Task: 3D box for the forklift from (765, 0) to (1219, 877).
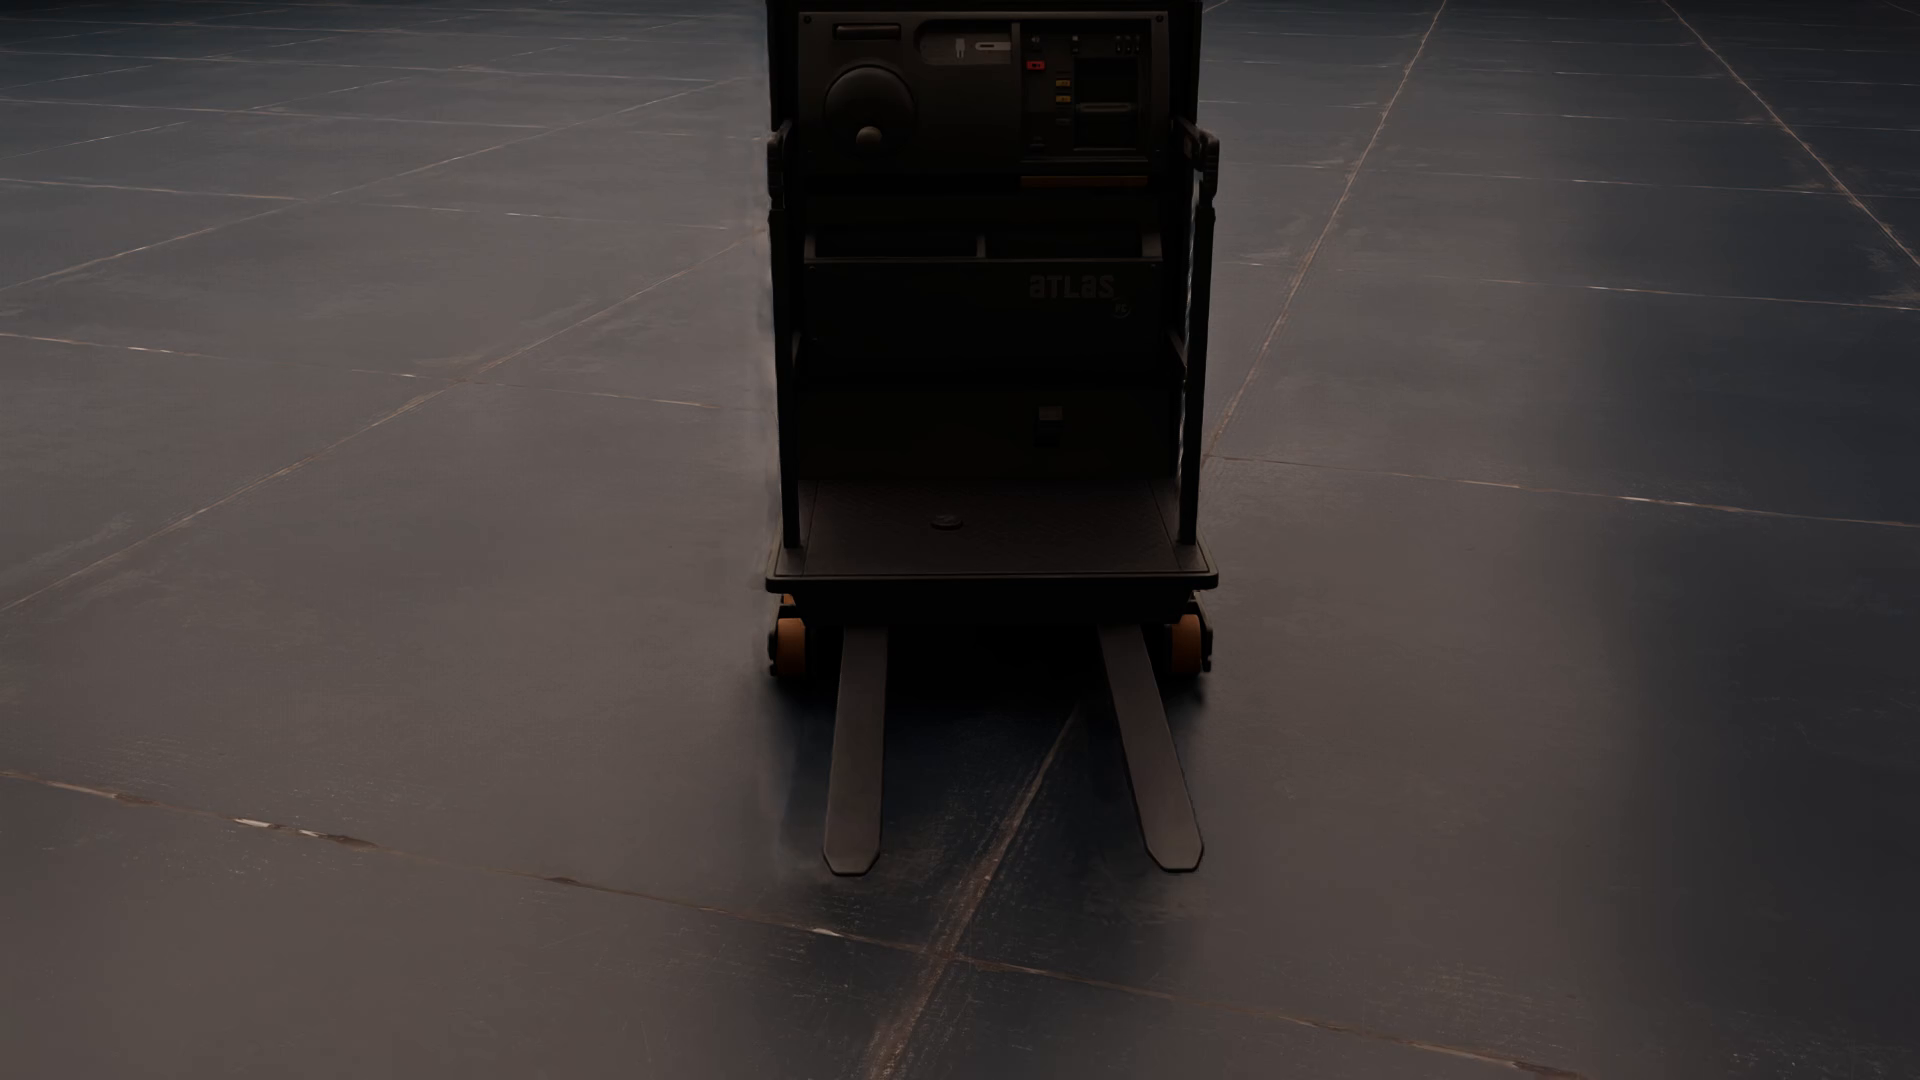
[{"bbox_3d":[0.067,-1.116,3.983,1.130,2.935,3.031,0,22,-1],"label":"forklift"}]
